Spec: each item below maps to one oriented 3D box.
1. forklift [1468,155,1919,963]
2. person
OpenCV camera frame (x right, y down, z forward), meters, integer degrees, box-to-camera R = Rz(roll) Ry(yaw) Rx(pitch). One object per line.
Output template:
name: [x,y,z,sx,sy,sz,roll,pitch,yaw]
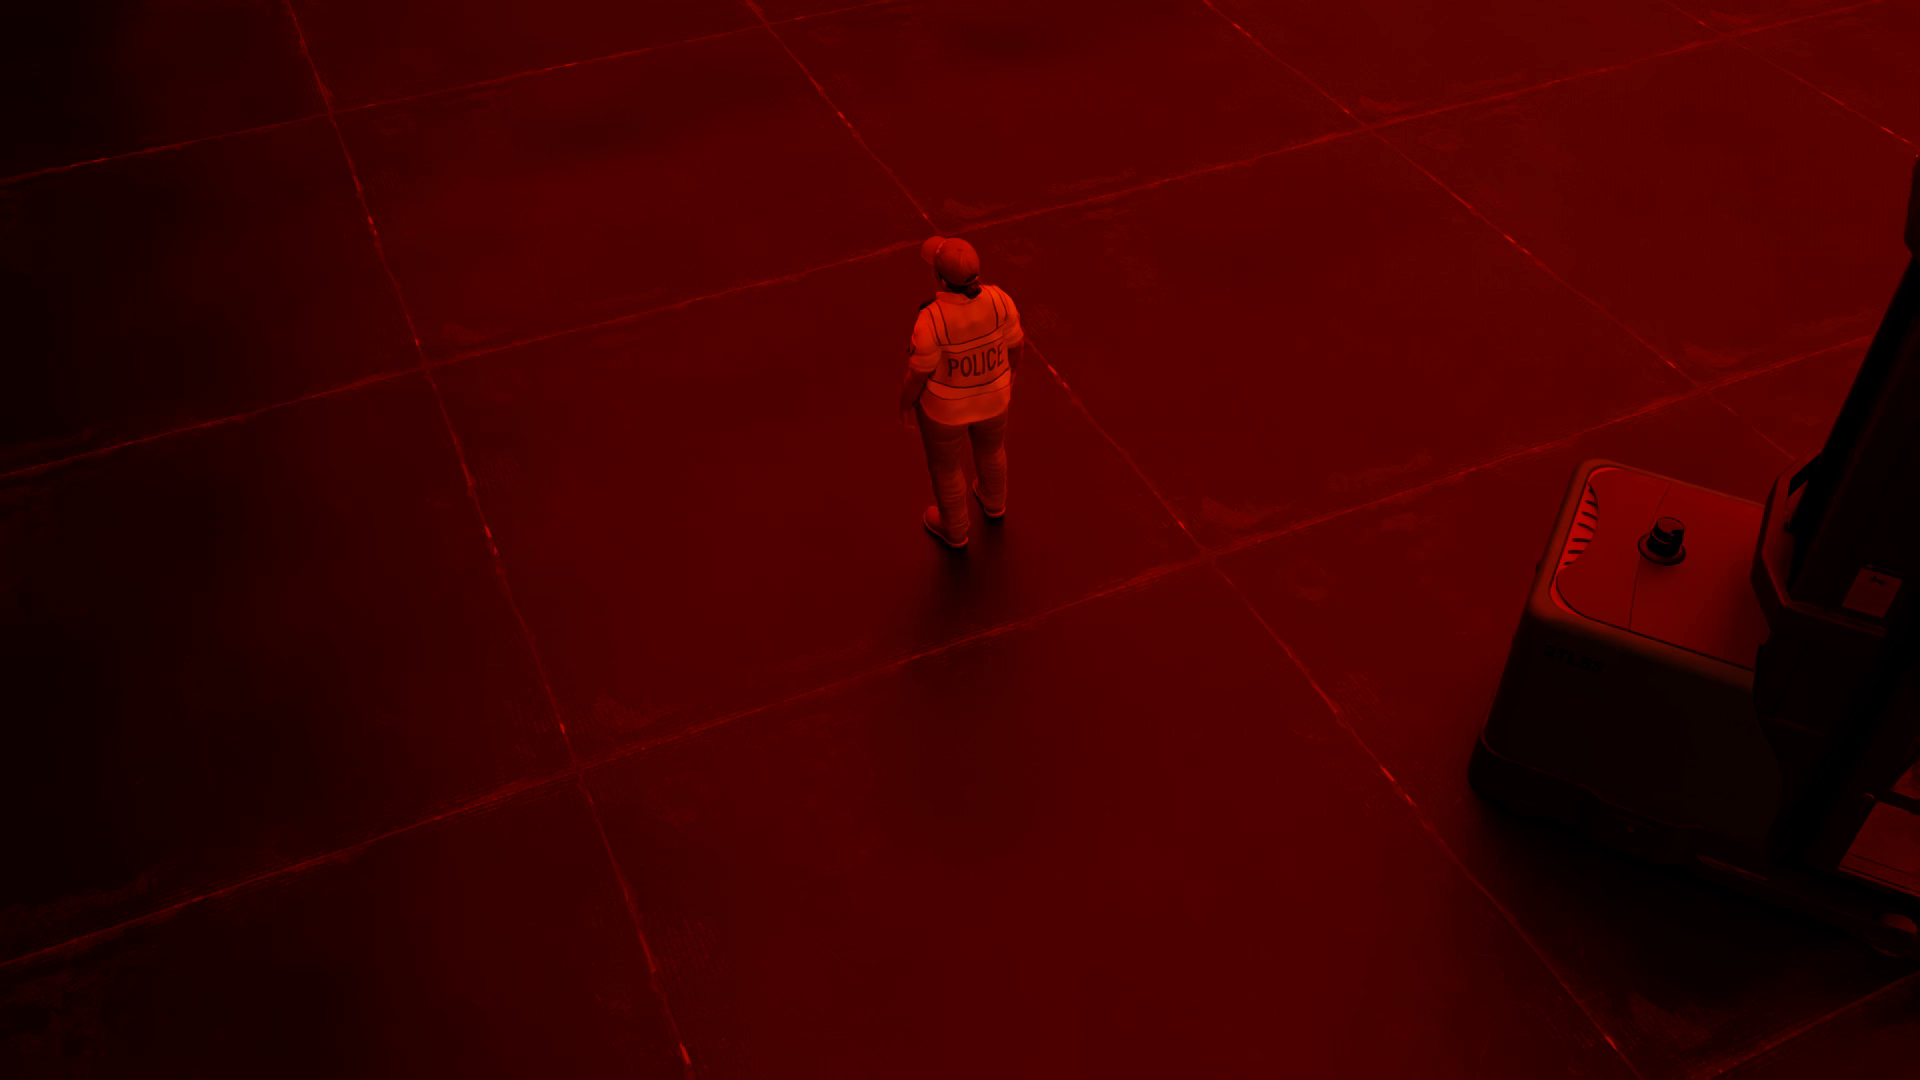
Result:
forklift: [3.600,0.114,5.558,3.031,2.935,1.130,19,46,19]
person: [-0.011,-0.669,7.312,0.598,1.670,0.529,-18,46,-18]
